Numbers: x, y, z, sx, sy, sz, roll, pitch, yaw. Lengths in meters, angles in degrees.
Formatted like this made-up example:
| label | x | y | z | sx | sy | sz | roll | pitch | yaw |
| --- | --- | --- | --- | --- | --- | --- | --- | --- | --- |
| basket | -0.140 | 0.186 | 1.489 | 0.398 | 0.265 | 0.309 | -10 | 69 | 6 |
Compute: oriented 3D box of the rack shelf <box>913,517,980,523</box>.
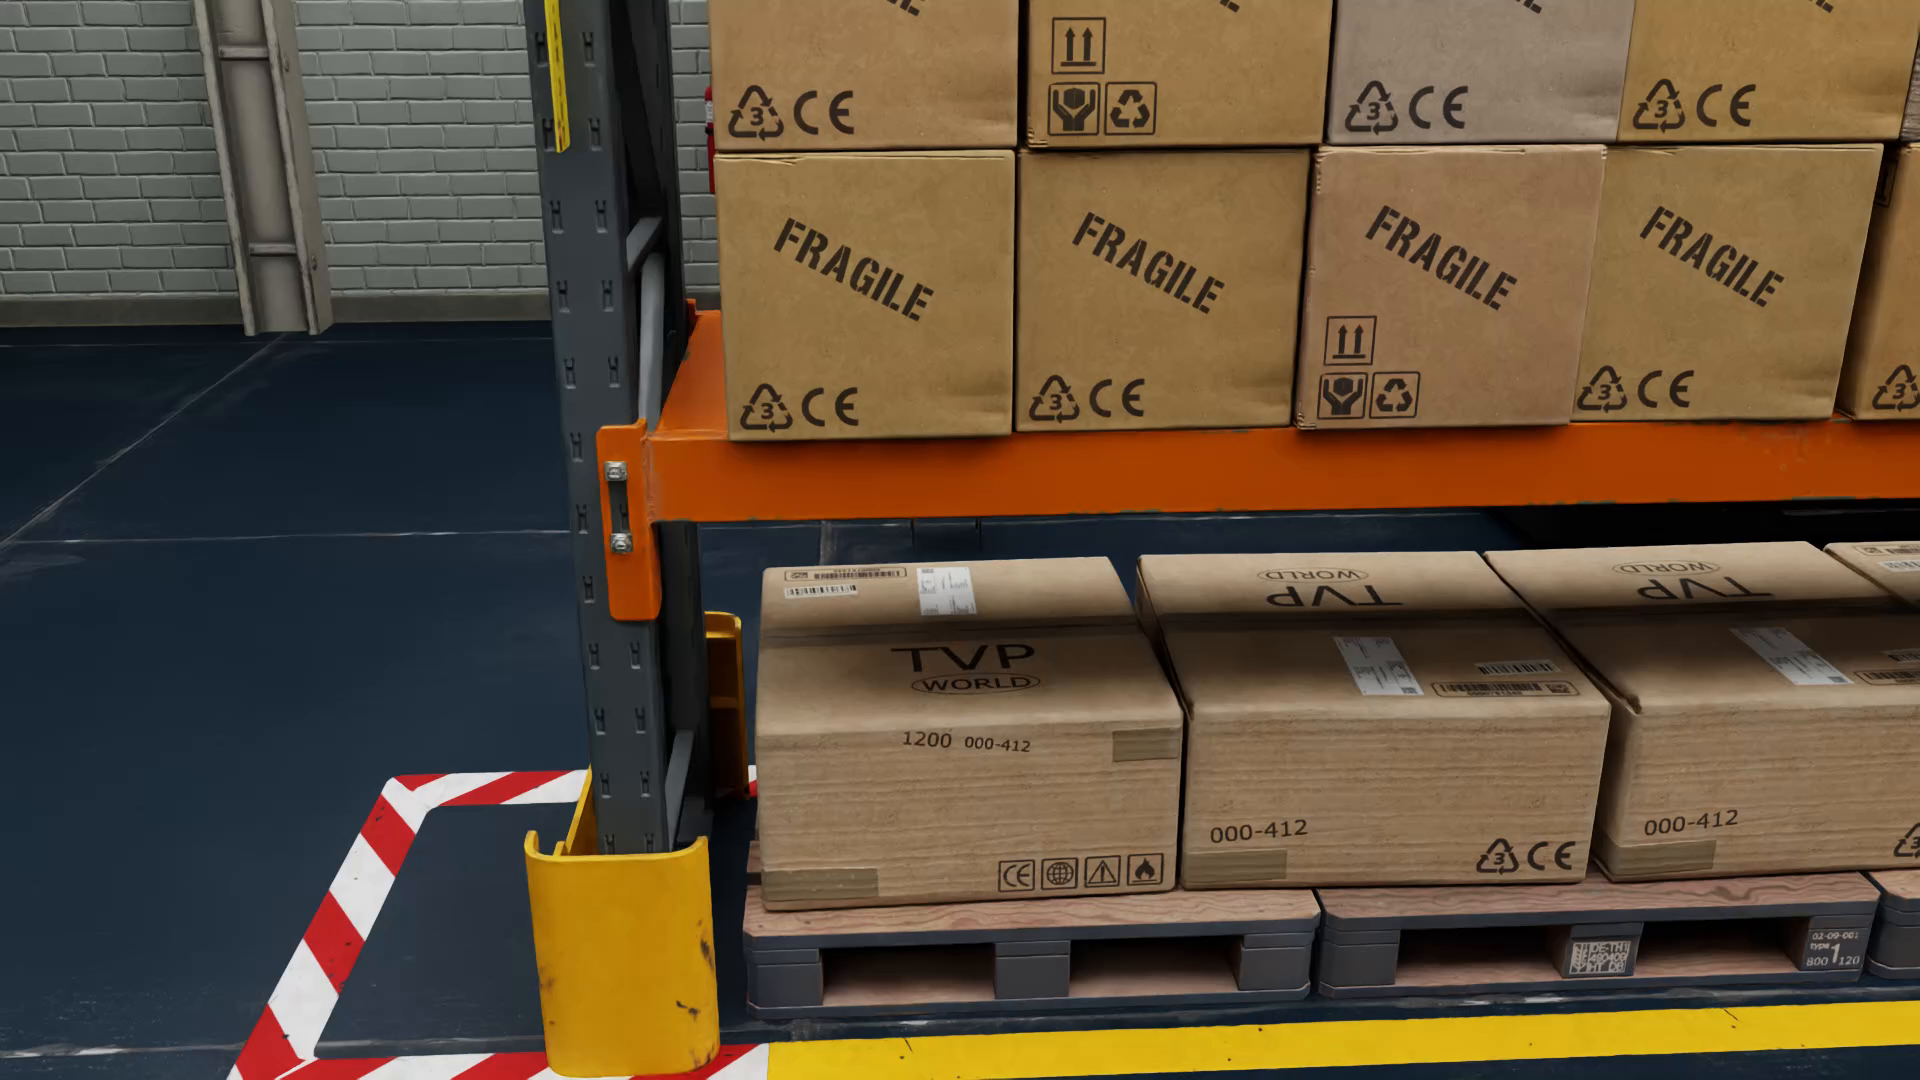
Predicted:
| label | x | y | z | sx | sy | sz | roll | pitch | yaw |
| --- | --- | --- | --- | --- | --- | --- | --- | --- | --- |
| rack shelf | -0.053 | -0.220 | 6.034 | 0.240 | 0.259 | 0.215 | -1 | 21 | -3 |

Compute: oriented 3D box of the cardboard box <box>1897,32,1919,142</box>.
| label | x | y | z | sx | sy | sz | roll | pitch | yaw |
| --- | --- | --- | --- | --- | --- | --- | --- | --- | --- |
| cardboard box | 1.854 | -1.009 | 3.009 | 0.500 | 0.500 | 0.500 | -1 | 21 | -2 |

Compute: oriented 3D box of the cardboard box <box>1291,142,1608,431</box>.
| label | x | y | z | sx | sy | sz | roll | pitch | yaw |
| --- | --- | --- | --- | --- | --- | --- | --- | --- | --- |
| cardboard box | 0.839 | -0.521 | 3.132 | 0.500 | 0.500 | 0.500 | -1 | 21 | -3 |

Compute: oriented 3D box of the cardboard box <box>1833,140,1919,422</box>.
| label | x | y | z | sx | sy | sz | roll | pitch | yaw |
| --- | --- | --- | --- | --- | --- | --- | --- | --- | --- |
| cardboard box | 1.862 | -0.542 | 3.188 | 0.500 | 0.500 | 0.500 | -1 | 21 | -4 |

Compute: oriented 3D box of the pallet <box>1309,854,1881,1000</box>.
| label | x | y | z | sx | sy | sz | roll | pitch | yaw |
| --- | --- | --- | --- | --- | --- | --- | --- | --- | --- |
| pallet | 1.340 | 0.693 | 4.003 | 1.213 | 0.211 | 1.003 | -1 | 21 | -3 |

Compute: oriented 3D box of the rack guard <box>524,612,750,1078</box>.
| label | x | y | z | sx | sy | sz | roll | pitch | yaw |
| --- | --- | --- | --- | --- | --- | --- | --- | --- | --- |
| rack guard | -0.693 | 0.627 | 3.773 | 0.348 | 0.500 | 1.175 | -1 | 21 | -3 |

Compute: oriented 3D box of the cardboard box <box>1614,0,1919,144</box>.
| label | x | y | z | sx | sy | sz | roll | pitch | yaw |
| --- | --- | --- | --- | --- | --- | --- | --- | --- | --- |
| cardboard box | 1.353 | -1.001 | 2.989 | 0.500 | 0.500 | 0.500 | -1 | 21 | -3 |

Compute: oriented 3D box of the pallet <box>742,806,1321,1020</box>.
| label | x | y | z | sx | sy | sz | roll | pitch | yaw |
| --- | --- | --- | --- | --- | --- | --- | --- | --- | --- |
| pallet | 0.125 | 0.717 | 3.941 | 1.213 | 0.211 | 1.003 | -1 | 21 | -3 |

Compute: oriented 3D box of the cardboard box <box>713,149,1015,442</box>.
| label | x | y | z | sx | sy | sz | roll | pitch | yaw |
| --- | --- | --- | --- | --- | --- | --- | --- | --- | --- |
| cardboard box | -0.173 | -0.497 | 3.069 | 0.500 | 0.500 | 0.500 | -1 | 21 | -3 |

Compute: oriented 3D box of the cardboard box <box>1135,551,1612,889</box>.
| label | x | y | z | sx | sy | sz | roll | pitch | yaw |
| --- | --- | --- | --- | --- | --- | --- | --- | --- | --- |
| cardboard box | 0.897 | 0.389 | 3.895 | 0.875 | 0.438 | 0.875 | -1 | 21 | -2 |

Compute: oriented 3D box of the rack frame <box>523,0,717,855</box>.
| label | x | y | z | sx | sy | sz | roll | pitch | yaw |
| --- | --- | --- | --- | --- | --- | --- | --- | --- | --- |
| rack frame | -0.669 | -0.542 | 3.329 | 0.127 | 3.000 | 1.000 | -1 | 21 | -3 |

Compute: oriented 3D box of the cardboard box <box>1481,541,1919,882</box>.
| label | x | y | z | sx | sy | sz | roll | pitch | yaw |
| --- | --- | --- | --- | --- | --- | --- | --- | --- | --- |
| cardboard box | 1.798 | 0.371 | 3.942 | 0.875 | 0.438 | 0.875 | -2 | 21 | -5 |

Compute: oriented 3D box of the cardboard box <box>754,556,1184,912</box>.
| label | x | y | z | sx | sy | sz | roll | pitch | yaw |
| --- | --- | --- | --- | --- | --- | --- | --- | --- | --- |
| cardboard box | -0.016 | 0.410 | 3.839 | 0.875 | 0.438 | 0.875 | -2 | 21 | -5 |

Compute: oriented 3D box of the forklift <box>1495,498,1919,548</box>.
| label | x | y | z | sx | sy | sz | roll | pitch | yaw |
| --- | --- | --- | --- | --- | --- | --- | --- | --- | --- |
| forklift | 3.496 | -1.531 | 6.022 | 3.031 | 2.935 | 1.130 | -3 | 21 | -7 |

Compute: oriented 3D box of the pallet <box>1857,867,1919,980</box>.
| label | x | y | z | sx | sy | sz | roll | pitch | yaw |
| --- | --- | --- | --- | --- | --- | --- | --- | --- | --- |
| pallet | 2.561 | 0.668 | 4.071 | 1.213 | 0.211 | 1.003 | -1 | 21 | -3 |

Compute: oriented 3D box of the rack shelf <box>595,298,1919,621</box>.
| label | x | y | z | sx | sy | sz | roll | pitch | yaw |
| --- | --- | --- | --- | --- | --- | --- | --- | --- | --- |
| rack shelf | 1.328 | -0.247 | 3.564 | 4.000 | 0.370 | 1.077 | -1 | 21 | -3 |

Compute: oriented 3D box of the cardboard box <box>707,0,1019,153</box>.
| label | x | y | z | sx | sy | sz | roll | pitch | yaw |
| --- | --- | --- | --- | --- | --- | --- | --- | --- | --- |
| cardboard box | -0.174 | -0.965 | 2.893 | 0.500 | 0.500 | 0.500 | -2 | 21 | -4 |

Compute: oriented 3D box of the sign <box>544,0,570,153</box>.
| label | x | y | z | sx | sy | sz | roll | pitch | yaw |
| --- | --- | --- | --- | --- | --- | --- | --- | --- | --- |
| sign | -0.643 | -0.786 | 2.643 | 0.005 | 0.325 | 0.100 | -1 | 21 | -3 |

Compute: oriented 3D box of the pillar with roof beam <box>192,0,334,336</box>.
| label | x | y | z | sx | sy | sz | roll | pitch | yaw |
| --- | --- | --- | --- | --- | --- | --- | --- | --- | --- |
| pillar with roof beam | -3.454 | -3.845 | 3.573 | 0.400 | 9.000 | 9.100 | -1 | 21 | -3 |

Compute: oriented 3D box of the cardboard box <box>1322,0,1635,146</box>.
| label | x | y | z | sx | sy | sz | roll | pitch | yaw |
| --- | --- | --- | --- | --- | --- | --- | --- | --- | --- |
| cardboard box | 0.855 | -0.991 | 2.962 | 0.500 | 0.500 | 0.500 | -1 | 21 | -3 |

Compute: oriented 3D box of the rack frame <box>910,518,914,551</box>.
| label | x | y | z | sx | sy | sz | roll | pitch | yaw |
| --- | --- | --- | --- | --- | --- | --- | --- | --- | --- |
| rack frame | -0.175 | -0.487 | 5.925 | 0.008 | 1.050 | 0.200 | -1 | 21 | -3 |

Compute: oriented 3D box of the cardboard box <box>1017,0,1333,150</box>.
| label | x | y | z | sx | sy | sz | roll | pitch | yaw |
| --- | --- | --- | --- | --- | --- | --- | --- | --- | --- |
| cardboard box | 0.342 | -0.978 | 2.927 | 0.500 | 0.500 | 0.500 | -2 | 21 | -5 |

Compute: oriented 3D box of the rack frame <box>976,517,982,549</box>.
| label | x | y | z | sx | sy | sz | roll | pitch | yaw |
| --- | --- | --- | --- | --- | --- | --- | --- | --- | --- |
| rack frame | 0.068 | -0.492 | 5.938 | 0.008 | 1.050 | 0.200 | -1 | 21 | -3 |

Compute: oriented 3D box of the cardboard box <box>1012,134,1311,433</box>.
| label | x | y | z | sx | sy | sz | roll | pitch | yaw |
| --- | --- | --- | --- | --- | --- | --- | --- | --- | --- |
| cardboard box | 0.330 | -0.517 | 3.122 | 0.500 | 0.500 | 0.500 | -1 | 21 | -4 |

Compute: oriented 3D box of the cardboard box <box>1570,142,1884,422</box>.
| label | x | y | z | sx | sy | sz | roll | pitch | yaw |
| --- | --- | --- | --- | --- | --- | --- | --- | --- | --- |
| cardboard box | 1.338 | -0.537 | 3.175 | 0.500 | 0.500 | 0.500 | 0 | 21 | -1 |

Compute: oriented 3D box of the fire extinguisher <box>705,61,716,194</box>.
| label | x | y | z | sx | sy | sz | roll | pitch | yaw |
| --- | --- | --- | --- | --- | --- | --- | --- | --- | --- |
| fire extinguisher | -1.077 | -1.928 | 7.601 | 0.183 | 0.674 | 0.296 | -1 | 21 | -3 |

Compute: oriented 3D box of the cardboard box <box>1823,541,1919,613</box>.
| label | x | y | z | sx | sy | sz | roll | pitch | yaw |
| --- | --- | --- | --- | --- | --- | --- | --- | --- | --- |
| cardboard box | 2.692 | 0.352 | 3.990 | 0.875 | 0.438 | 0.875 | -1 | 21 | -4 |

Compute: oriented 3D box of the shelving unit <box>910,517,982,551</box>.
| label | x | y | z | sx | sy | sz | roll | pitch | yaw |
| --- | --- | --- | --- | --- | --- | --- | --- | --- | --- |
| shelving unit | -0.053 | -0.490 | 5.931 | 0.252 | 1.050 | 0.215 | -1 | 21 | -3 |
